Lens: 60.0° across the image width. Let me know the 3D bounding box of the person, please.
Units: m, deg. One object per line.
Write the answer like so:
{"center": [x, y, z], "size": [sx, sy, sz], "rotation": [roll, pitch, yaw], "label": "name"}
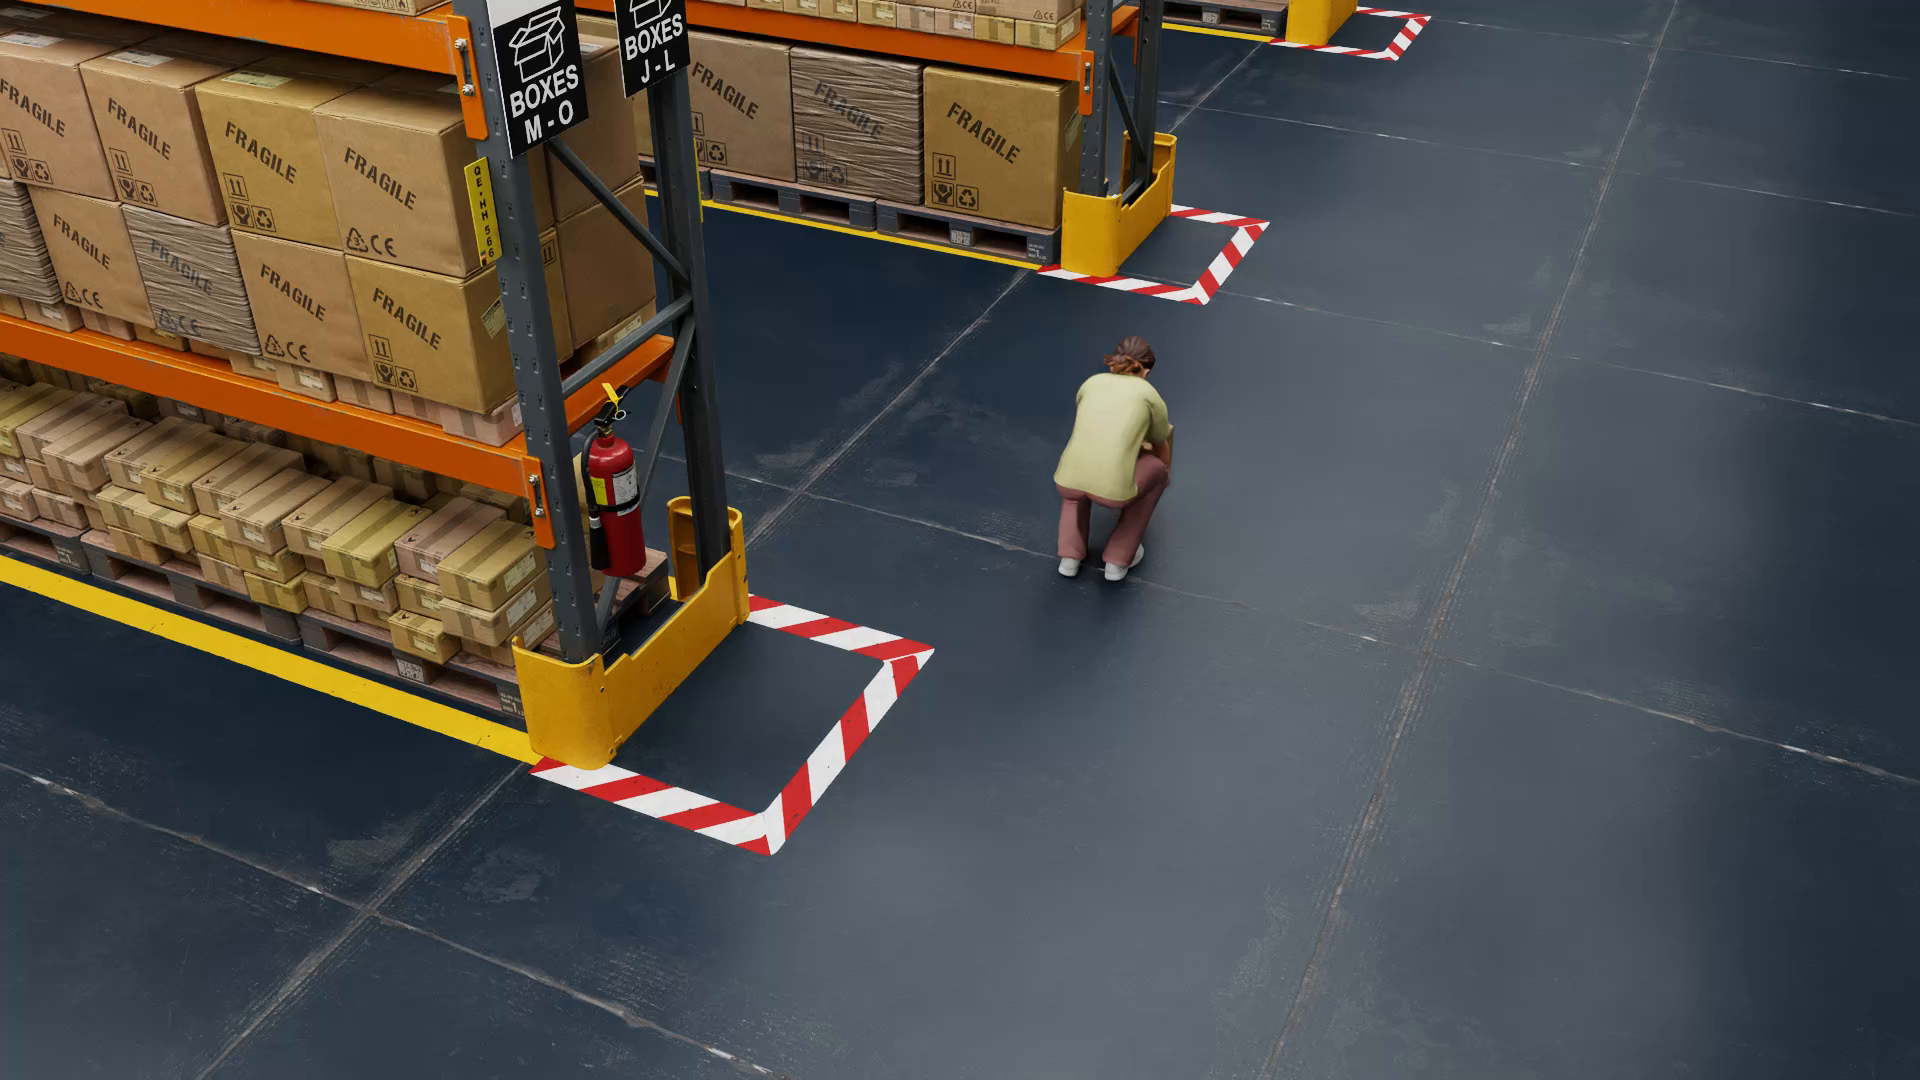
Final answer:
{"center": [0.671, -0.335, 7.321], "size": [0.456, 0.925, 0.830], "rotation": [13, 36, 19], "label": "person"}
